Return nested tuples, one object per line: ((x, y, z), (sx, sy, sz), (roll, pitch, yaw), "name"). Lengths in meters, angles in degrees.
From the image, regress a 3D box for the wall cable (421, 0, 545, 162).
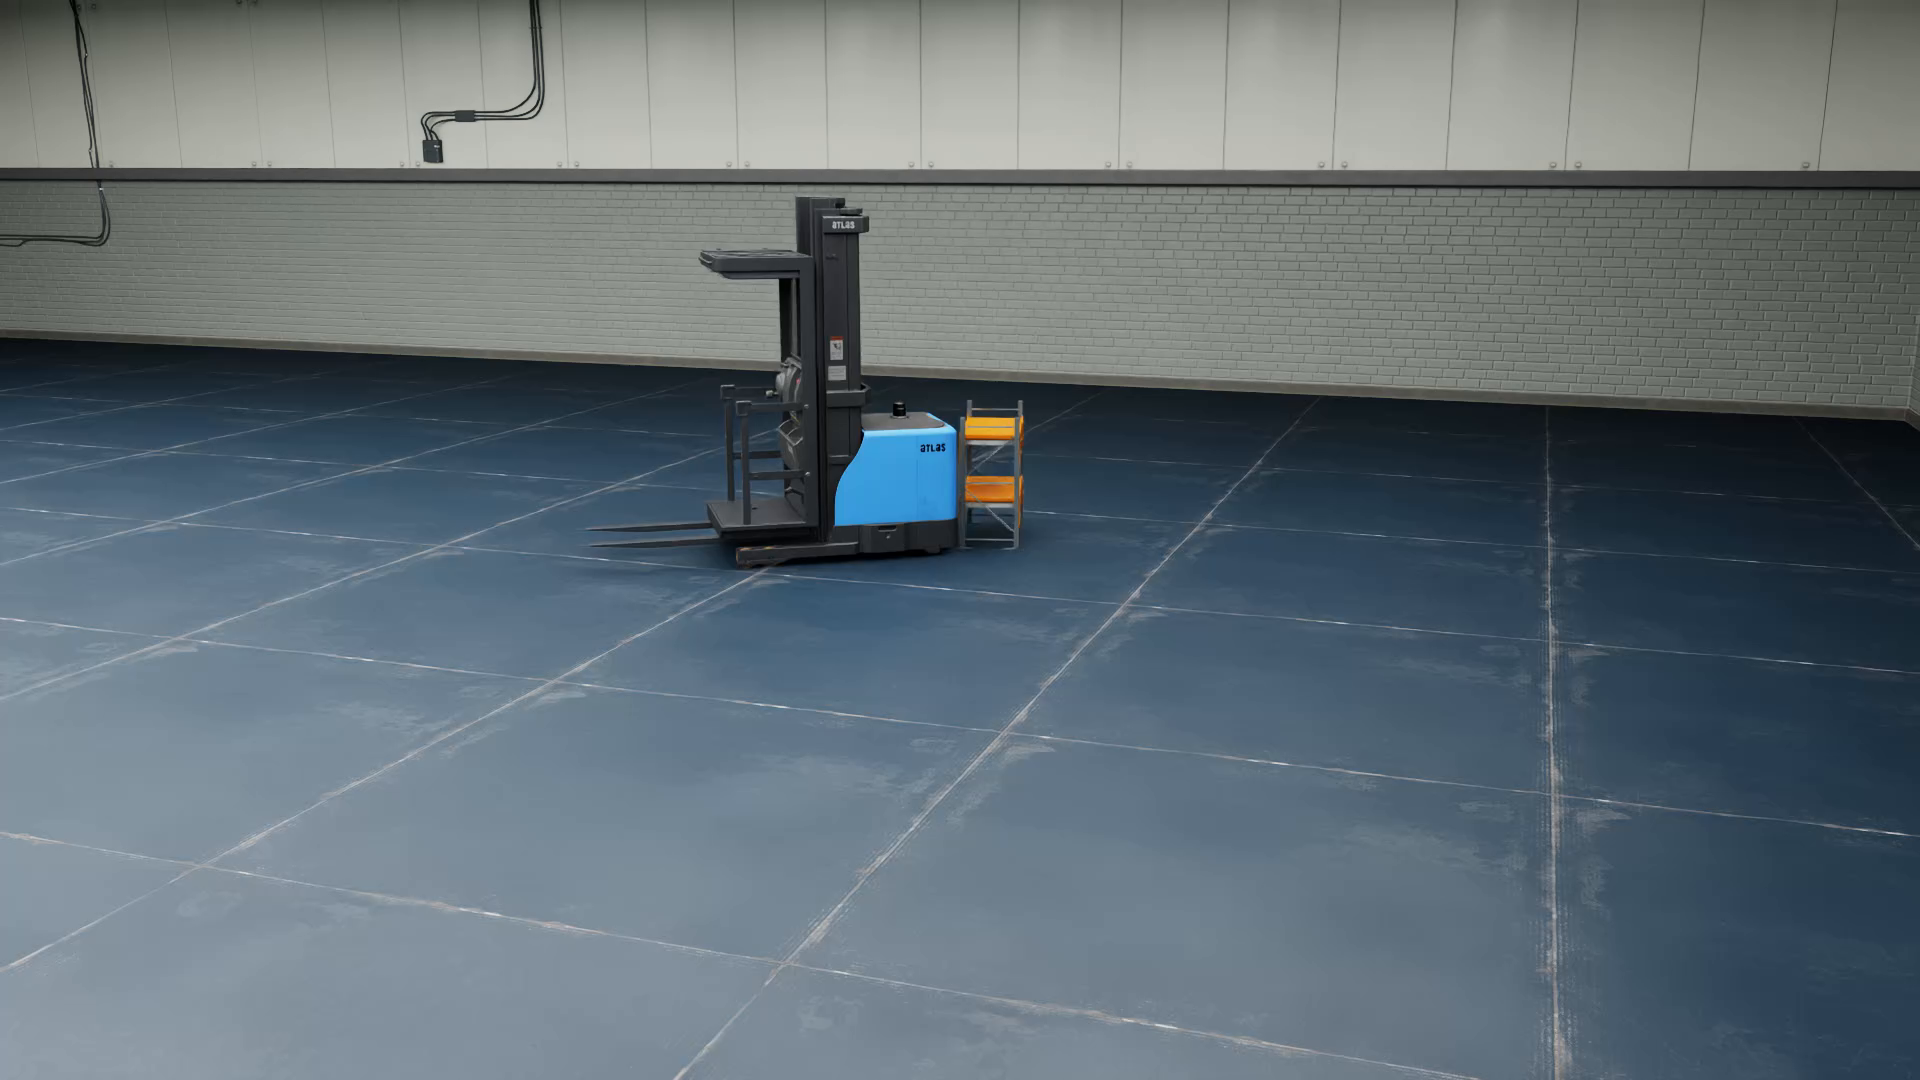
((-7.693, -9.049, 26.267), (2.305, 6.003, 0.169), (4, 14, 18), "wall cable")

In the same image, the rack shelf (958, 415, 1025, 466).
((0.282, -0.874, 14.475), (0.538, 0.278, 1.000), (1, 13, 3), "rack shelf")

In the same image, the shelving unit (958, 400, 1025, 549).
((0.282, -0.589, 14.540), (0.538, 1.125, 1.048), (1, 13, 3), "shelving unit")

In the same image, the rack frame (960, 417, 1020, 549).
((0.251, -0.476, 14.046), (0.500, 1.125, 0.032), (1, 13, 3), "rack frame")

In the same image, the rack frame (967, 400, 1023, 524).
((0.313, -0.702, 15.035), (0.500, 1.125, 0.032), (1, 13, 3), "rack frame")

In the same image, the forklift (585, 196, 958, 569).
((-1.592, -1.328, 13.717), (3.031, 2.935, 1.130), (-3, 13, -15), "forklift")

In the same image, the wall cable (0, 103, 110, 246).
((-16.670, -6.564, 30.000), (3.097, 2.526, 0.112), (4, 14, 18), "wall cable")

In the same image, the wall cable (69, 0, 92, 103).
((-14.111, -8.831, 28.585), (3.097, 2.526, 0.112), (4, 14, 18), "wall cable")

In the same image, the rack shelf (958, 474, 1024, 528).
((0.282, -0.351, 14.595), (0.538, 0.278, 1.000), (1, 13, 3), "rack shelf")
